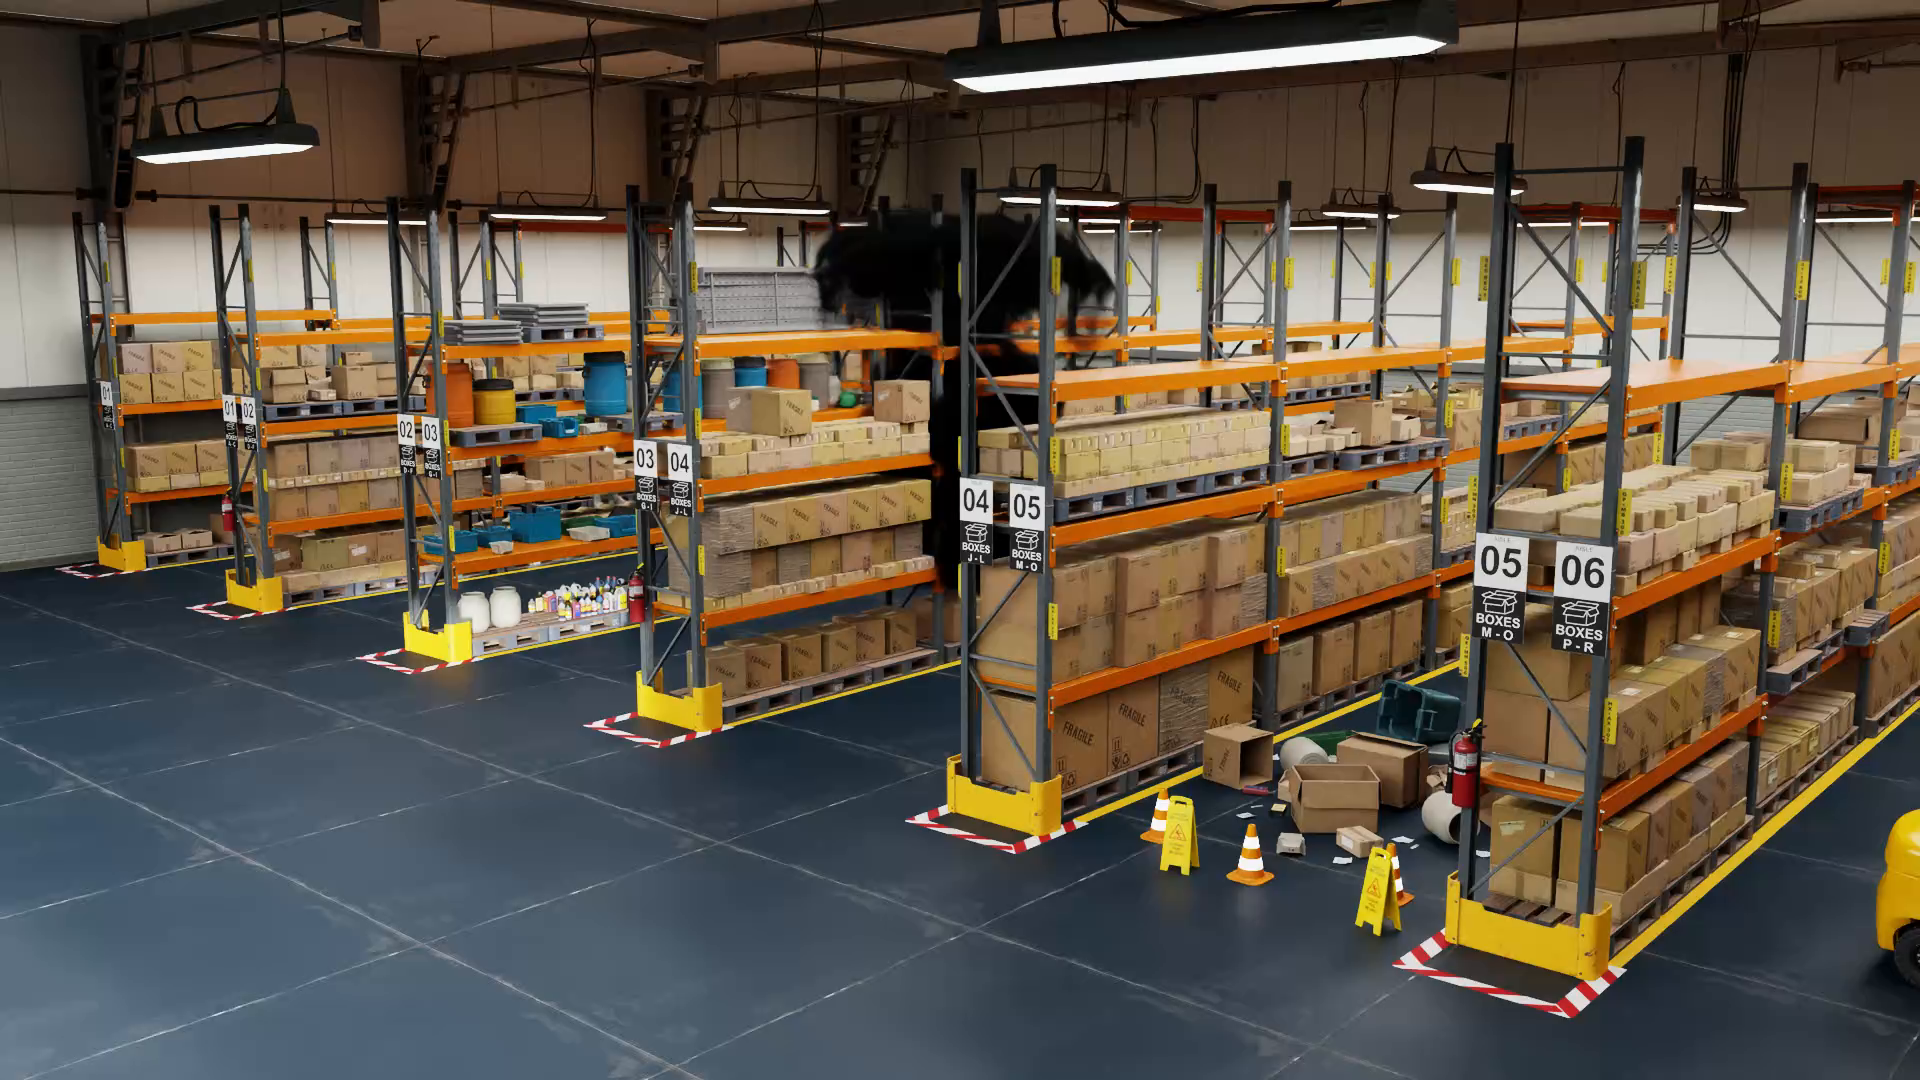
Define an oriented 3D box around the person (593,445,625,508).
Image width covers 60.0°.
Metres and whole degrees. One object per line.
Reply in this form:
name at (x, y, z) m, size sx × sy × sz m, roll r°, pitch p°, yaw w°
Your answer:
person at (-7.050, -1.230, 33.249) m, size 0.688 × 1.807 × 1.018 m, roll 7°, pitch 12°, yaw 37°
